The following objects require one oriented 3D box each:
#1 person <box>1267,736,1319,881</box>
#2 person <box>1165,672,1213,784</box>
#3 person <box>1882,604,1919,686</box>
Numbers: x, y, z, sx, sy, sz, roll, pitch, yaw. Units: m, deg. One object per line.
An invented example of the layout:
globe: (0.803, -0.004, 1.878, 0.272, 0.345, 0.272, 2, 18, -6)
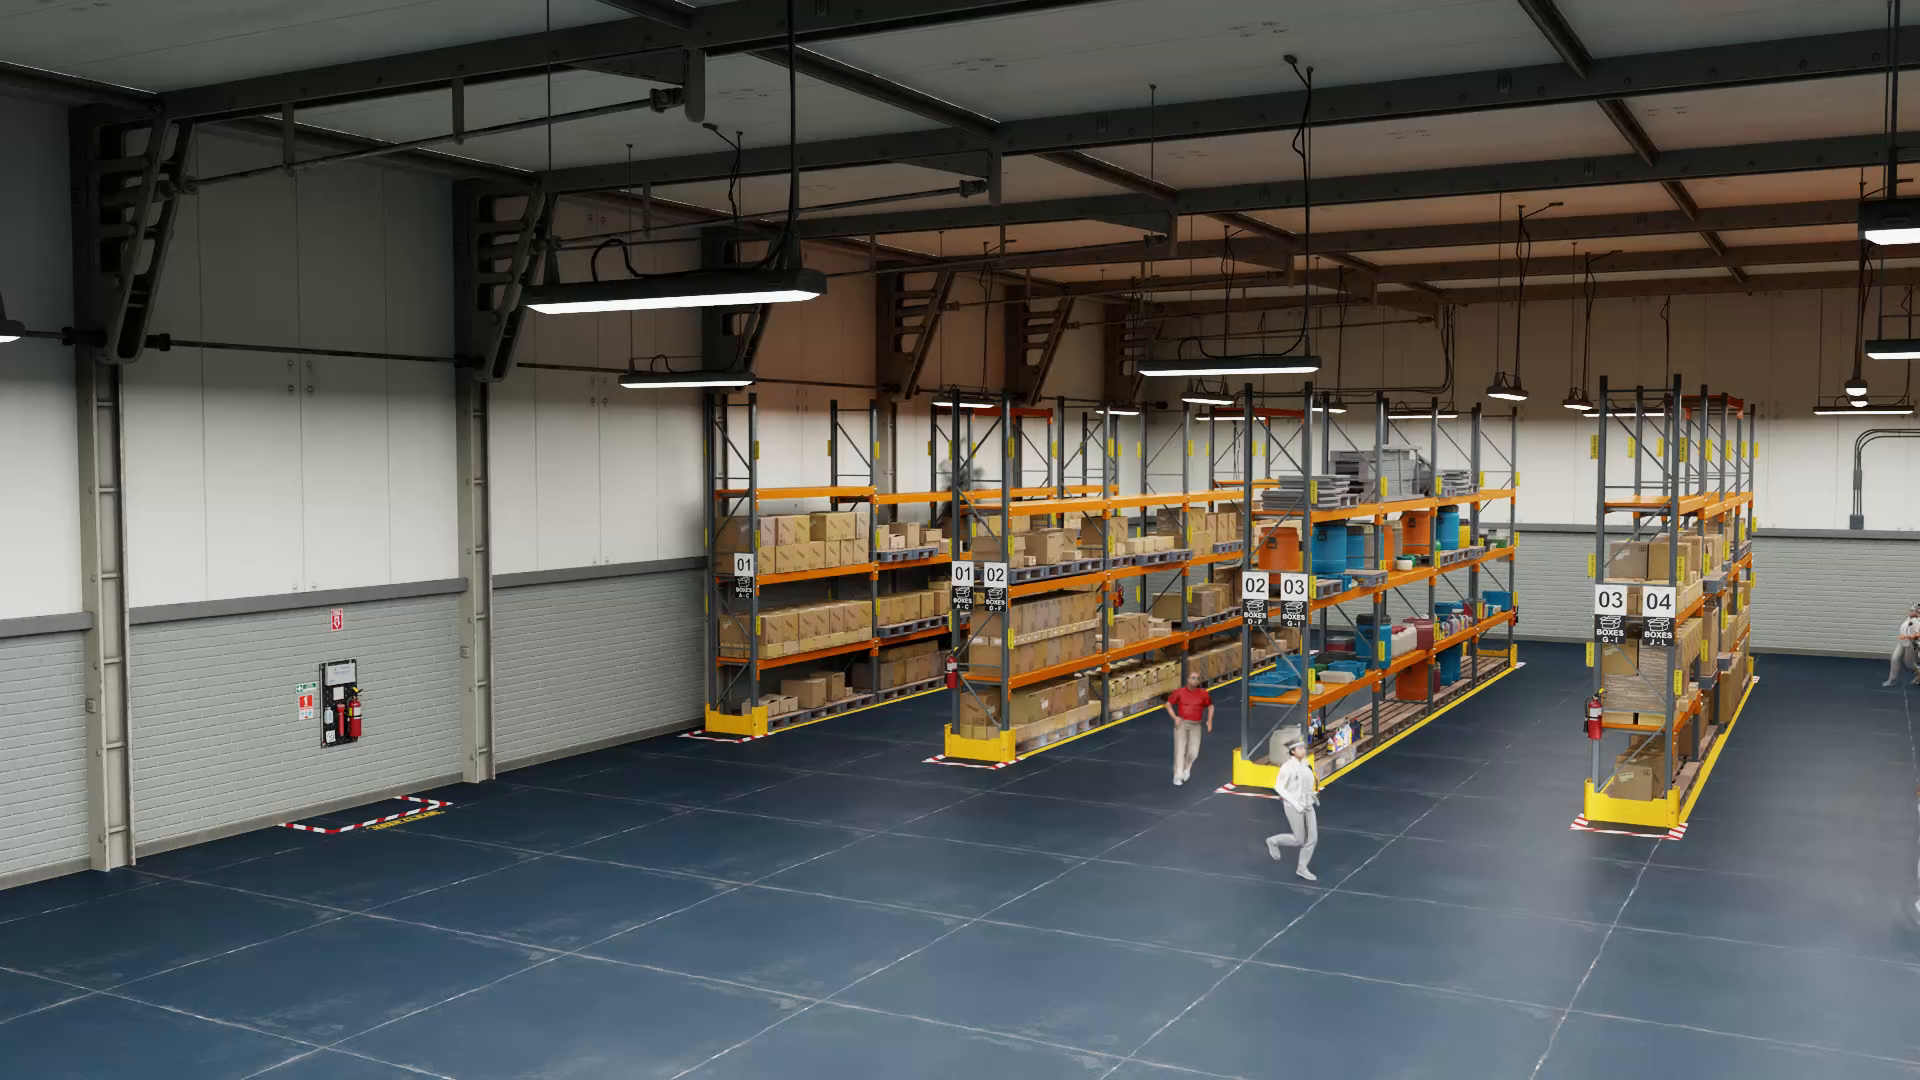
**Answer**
person: (3.953, 3.129, 19.594, 0.625, 1.667, 0.676, -2, 4, -39)
person: (3.456, 2.820, 24.924, 0.736, 1.679, 0.500, 0, 3, 0)
person: (19.996, 2.226, 35.054, 0.881, 1.774, 0.690, 0, 3, -4)
